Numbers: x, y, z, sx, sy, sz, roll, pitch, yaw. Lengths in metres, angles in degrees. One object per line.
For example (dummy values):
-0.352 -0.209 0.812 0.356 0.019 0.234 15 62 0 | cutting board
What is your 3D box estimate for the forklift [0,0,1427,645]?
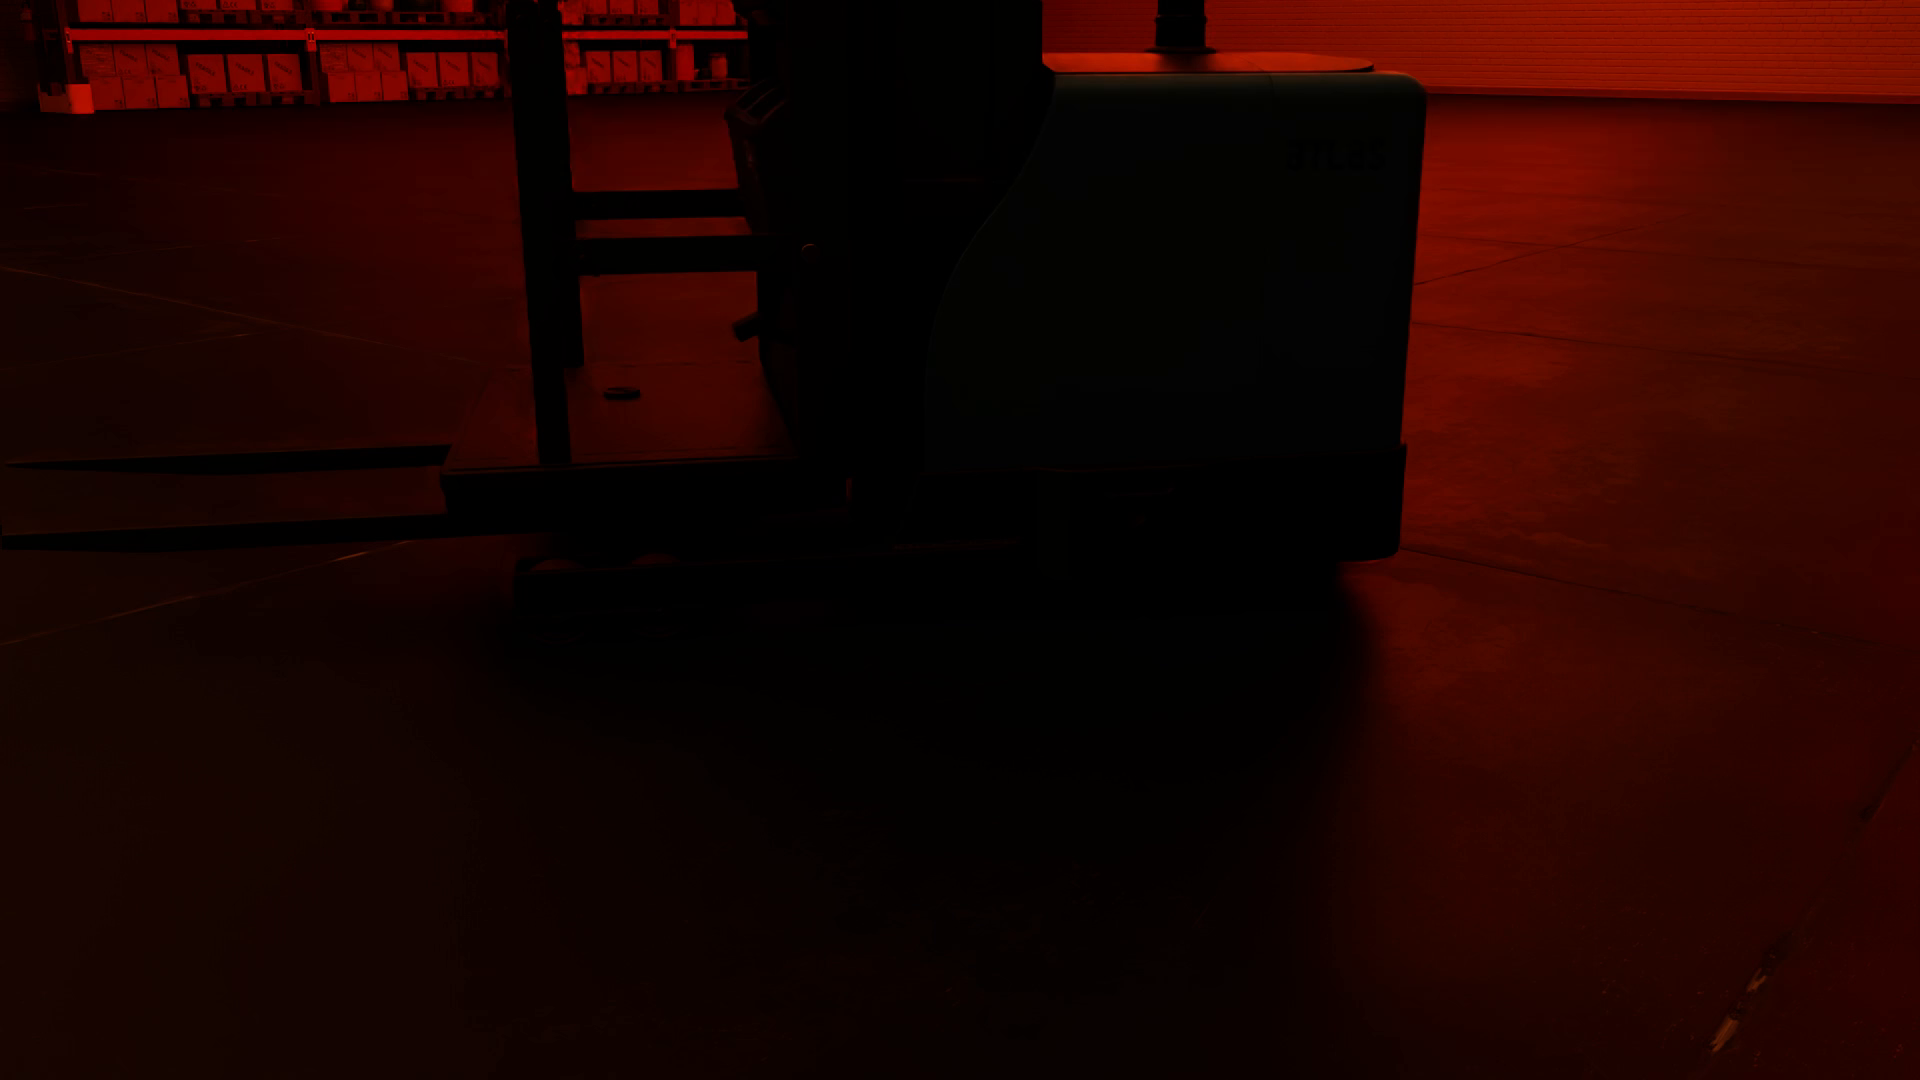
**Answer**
-0.610 -1.363 3.387 3.031 2.935 1.130 -3 17 -10 | forklift
